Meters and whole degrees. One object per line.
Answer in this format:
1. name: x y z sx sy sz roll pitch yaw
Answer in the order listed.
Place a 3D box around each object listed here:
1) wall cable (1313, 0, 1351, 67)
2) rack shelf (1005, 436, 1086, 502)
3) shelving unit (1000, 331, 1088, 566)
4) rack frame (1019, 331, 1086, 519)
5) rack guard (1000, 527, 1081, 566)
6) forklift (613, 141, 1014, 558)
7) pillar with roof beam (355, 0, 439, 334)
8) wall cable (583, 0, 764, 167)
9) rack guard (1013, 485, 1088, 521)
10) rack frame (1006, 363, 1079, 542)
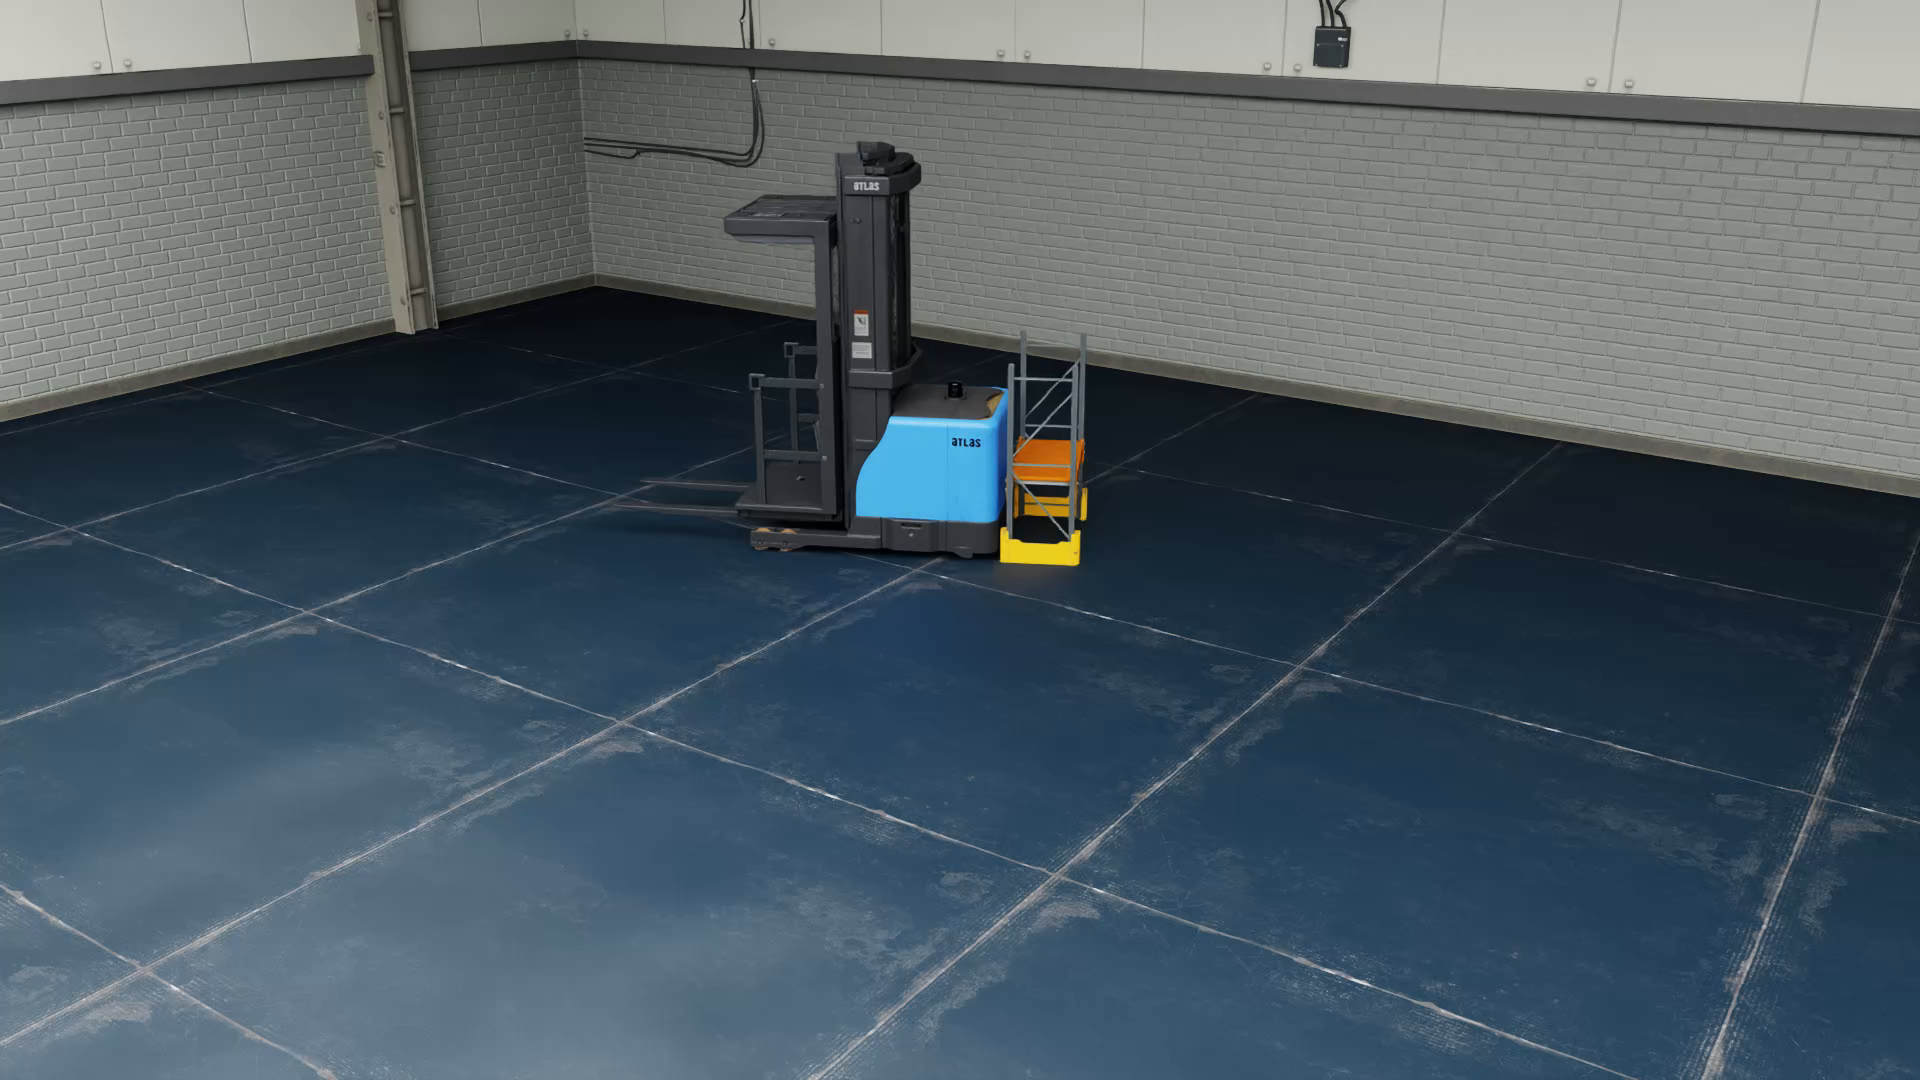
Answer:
1. wall cable: 4.251 -7.005 13.829 2.305 6.003 0.169 13 24 32
2. rack shelf: 0.655 -0.544 12.594 0.538 0.185 1.000 2 20 7
3. shelving unit: 0.654 -0.710 12.523 0.587 1.500 1.083 2 20 7
4. rack frame: 0.718 -0.888 13.004 0.500 1.500 0.032 2 20 7
5. rack guard: 0.592 0.048 12.276 0.587 0.250 0.087 2 20 7
6. forklift: -1.137 -1.463 12.496 3.031 2.935 1.130 3 21 9
7. pillar with roof beam: -2.781 -5.839 15.579 9.100 9.000 0.400 13 24 32
8. wall cable: -3.591 -5.810 19.976 3.097 2.526 0.112 13 24 32
9. rack guard: 0.716 -0.295 13.203 0.587 0.250 0.087 2 20 7
10. rack frame: 0.592 -0.538 12.058 0.500 1.500 0.032 2 20 7
